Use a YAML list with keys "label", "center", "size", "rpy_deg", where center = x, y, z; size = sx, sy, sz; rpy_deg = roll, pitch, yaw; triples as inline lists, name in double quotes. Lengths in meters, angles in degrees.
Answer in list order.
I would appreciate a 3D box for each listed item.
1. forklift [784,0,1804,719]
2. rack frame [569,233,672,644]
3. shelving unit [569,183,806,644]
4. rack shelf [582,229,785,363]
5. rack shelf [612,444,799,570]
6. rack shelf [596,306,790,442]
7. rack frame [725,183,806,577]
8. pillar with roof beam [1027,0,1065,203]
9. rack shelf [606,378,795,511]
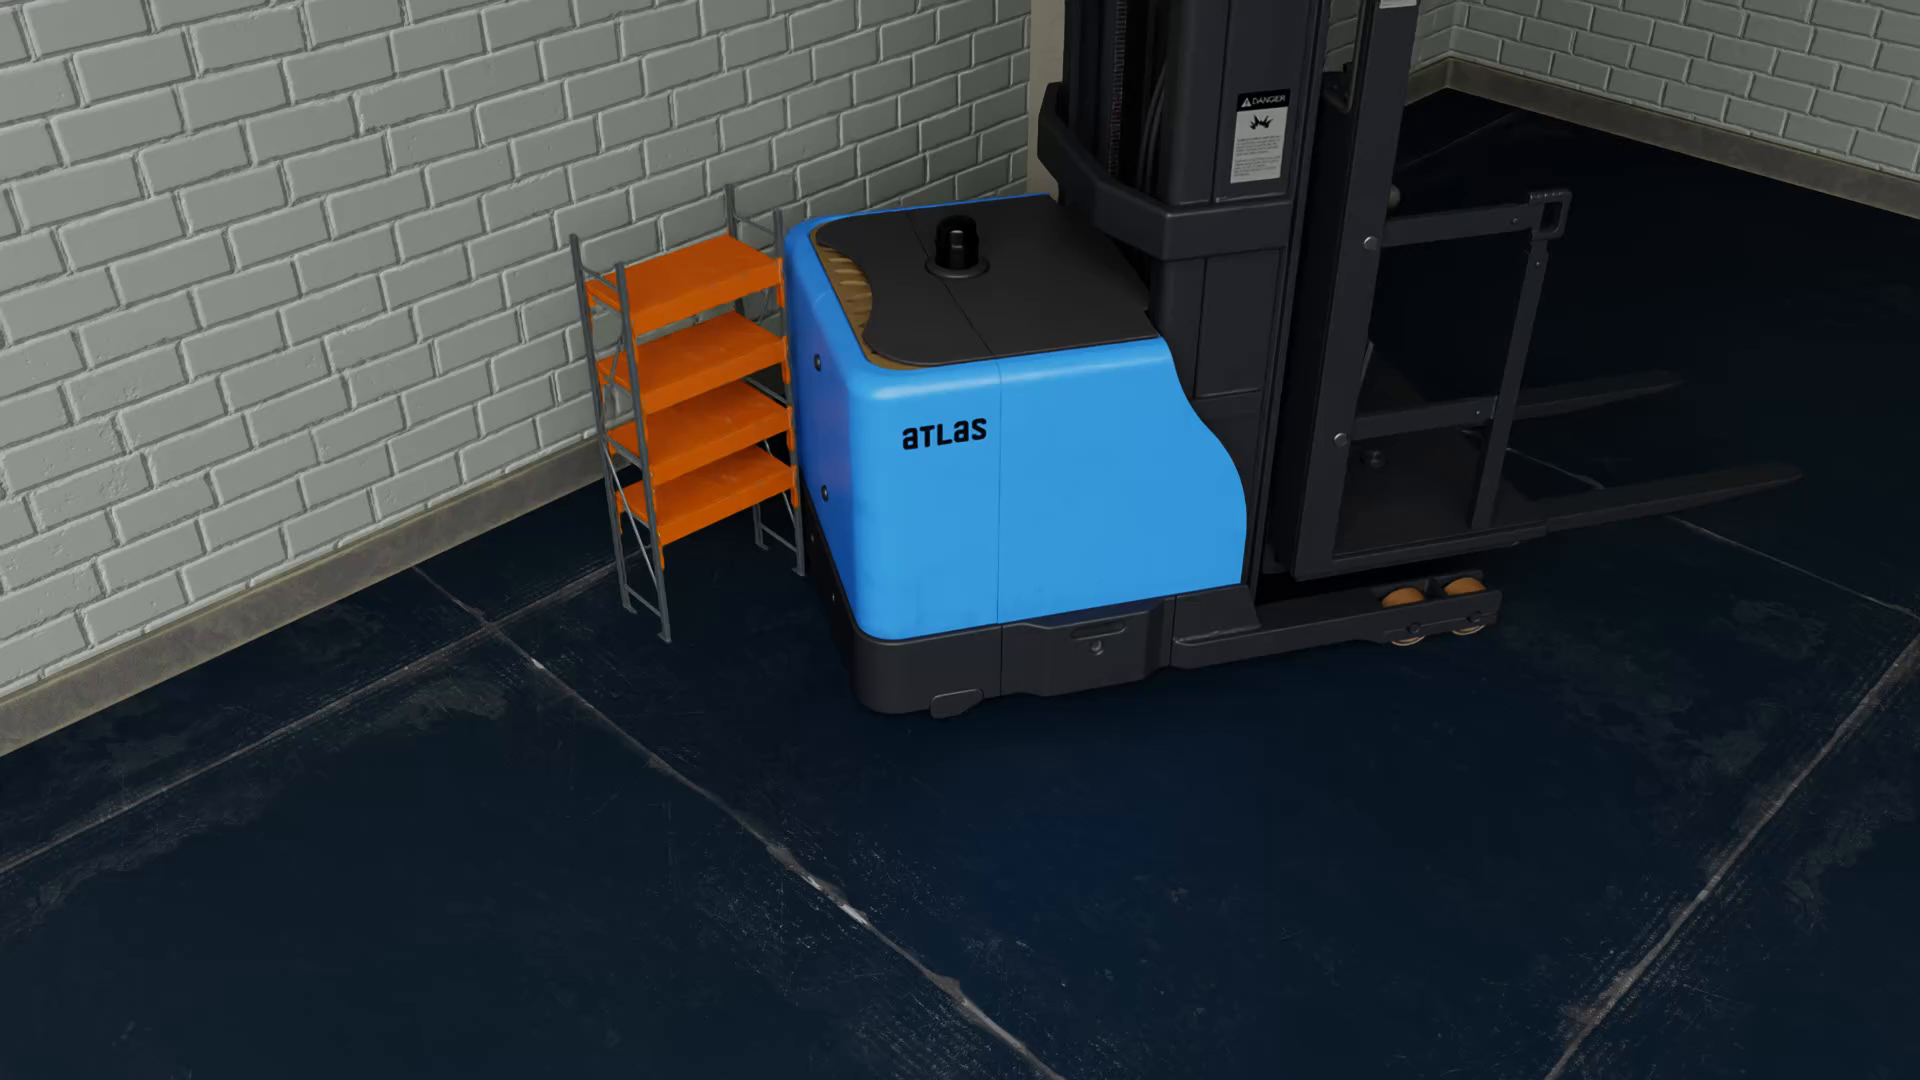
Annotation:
- label: "forklift"
  center: [1.069, -1.179, 4.379]
  size: [3.031, 2.935, 1.130]
  rpy_deg: [-9, 36, -12]
- label: "rack frame"
  center: [-0.922, -0.245, 4.553]
  size: [0.015, 1.200, 0.240]
  rpy_deg: [-27, 43, -33]
- label: "shelving unit"
  center: [-0.740, -0.338, 4.686]
  size: [0.503, 1.200, 0.258]
  rpy_deg: [-27, 43, -33]
- label: "rack shelf"
  center: [-0.740, -0.660, 4.461]
  size: [0.480, 0.148, 0.258]
  rpy_deg: [-27, 43, -33]
- label: "rack shelf"
  center: [-0.740, -0.120, 4.838]
  size: [0.480, 0.148, 0.258]
  rpy_deg: [-27, 43, -33]
- label: "rack shelf"
  center: [-0.740, -0.466, 4.596]
  size: [0.480, 0.148, 0.258]
  rpy_deg: [-27, 43, -33]
- label: "rack frame"
  center: [-0.558, -0.431, 4.819]
  size: [0.015, 1.200, 0.240]
  rpy_deg: [-27, 43, -33]
- label: "pillar with roof beam"
  center: [3.562, -3.047, 1.752]
  size: [9.100, 9.000, 0.400]
  rpy_deg: [30, 45, 35]
- label: "rack shelf"
  center: [-0.740, -0.283, 4.724]
  size: [0.480, 0.148, 0.258]
  rpy_deg: [-27, 43, -33]
